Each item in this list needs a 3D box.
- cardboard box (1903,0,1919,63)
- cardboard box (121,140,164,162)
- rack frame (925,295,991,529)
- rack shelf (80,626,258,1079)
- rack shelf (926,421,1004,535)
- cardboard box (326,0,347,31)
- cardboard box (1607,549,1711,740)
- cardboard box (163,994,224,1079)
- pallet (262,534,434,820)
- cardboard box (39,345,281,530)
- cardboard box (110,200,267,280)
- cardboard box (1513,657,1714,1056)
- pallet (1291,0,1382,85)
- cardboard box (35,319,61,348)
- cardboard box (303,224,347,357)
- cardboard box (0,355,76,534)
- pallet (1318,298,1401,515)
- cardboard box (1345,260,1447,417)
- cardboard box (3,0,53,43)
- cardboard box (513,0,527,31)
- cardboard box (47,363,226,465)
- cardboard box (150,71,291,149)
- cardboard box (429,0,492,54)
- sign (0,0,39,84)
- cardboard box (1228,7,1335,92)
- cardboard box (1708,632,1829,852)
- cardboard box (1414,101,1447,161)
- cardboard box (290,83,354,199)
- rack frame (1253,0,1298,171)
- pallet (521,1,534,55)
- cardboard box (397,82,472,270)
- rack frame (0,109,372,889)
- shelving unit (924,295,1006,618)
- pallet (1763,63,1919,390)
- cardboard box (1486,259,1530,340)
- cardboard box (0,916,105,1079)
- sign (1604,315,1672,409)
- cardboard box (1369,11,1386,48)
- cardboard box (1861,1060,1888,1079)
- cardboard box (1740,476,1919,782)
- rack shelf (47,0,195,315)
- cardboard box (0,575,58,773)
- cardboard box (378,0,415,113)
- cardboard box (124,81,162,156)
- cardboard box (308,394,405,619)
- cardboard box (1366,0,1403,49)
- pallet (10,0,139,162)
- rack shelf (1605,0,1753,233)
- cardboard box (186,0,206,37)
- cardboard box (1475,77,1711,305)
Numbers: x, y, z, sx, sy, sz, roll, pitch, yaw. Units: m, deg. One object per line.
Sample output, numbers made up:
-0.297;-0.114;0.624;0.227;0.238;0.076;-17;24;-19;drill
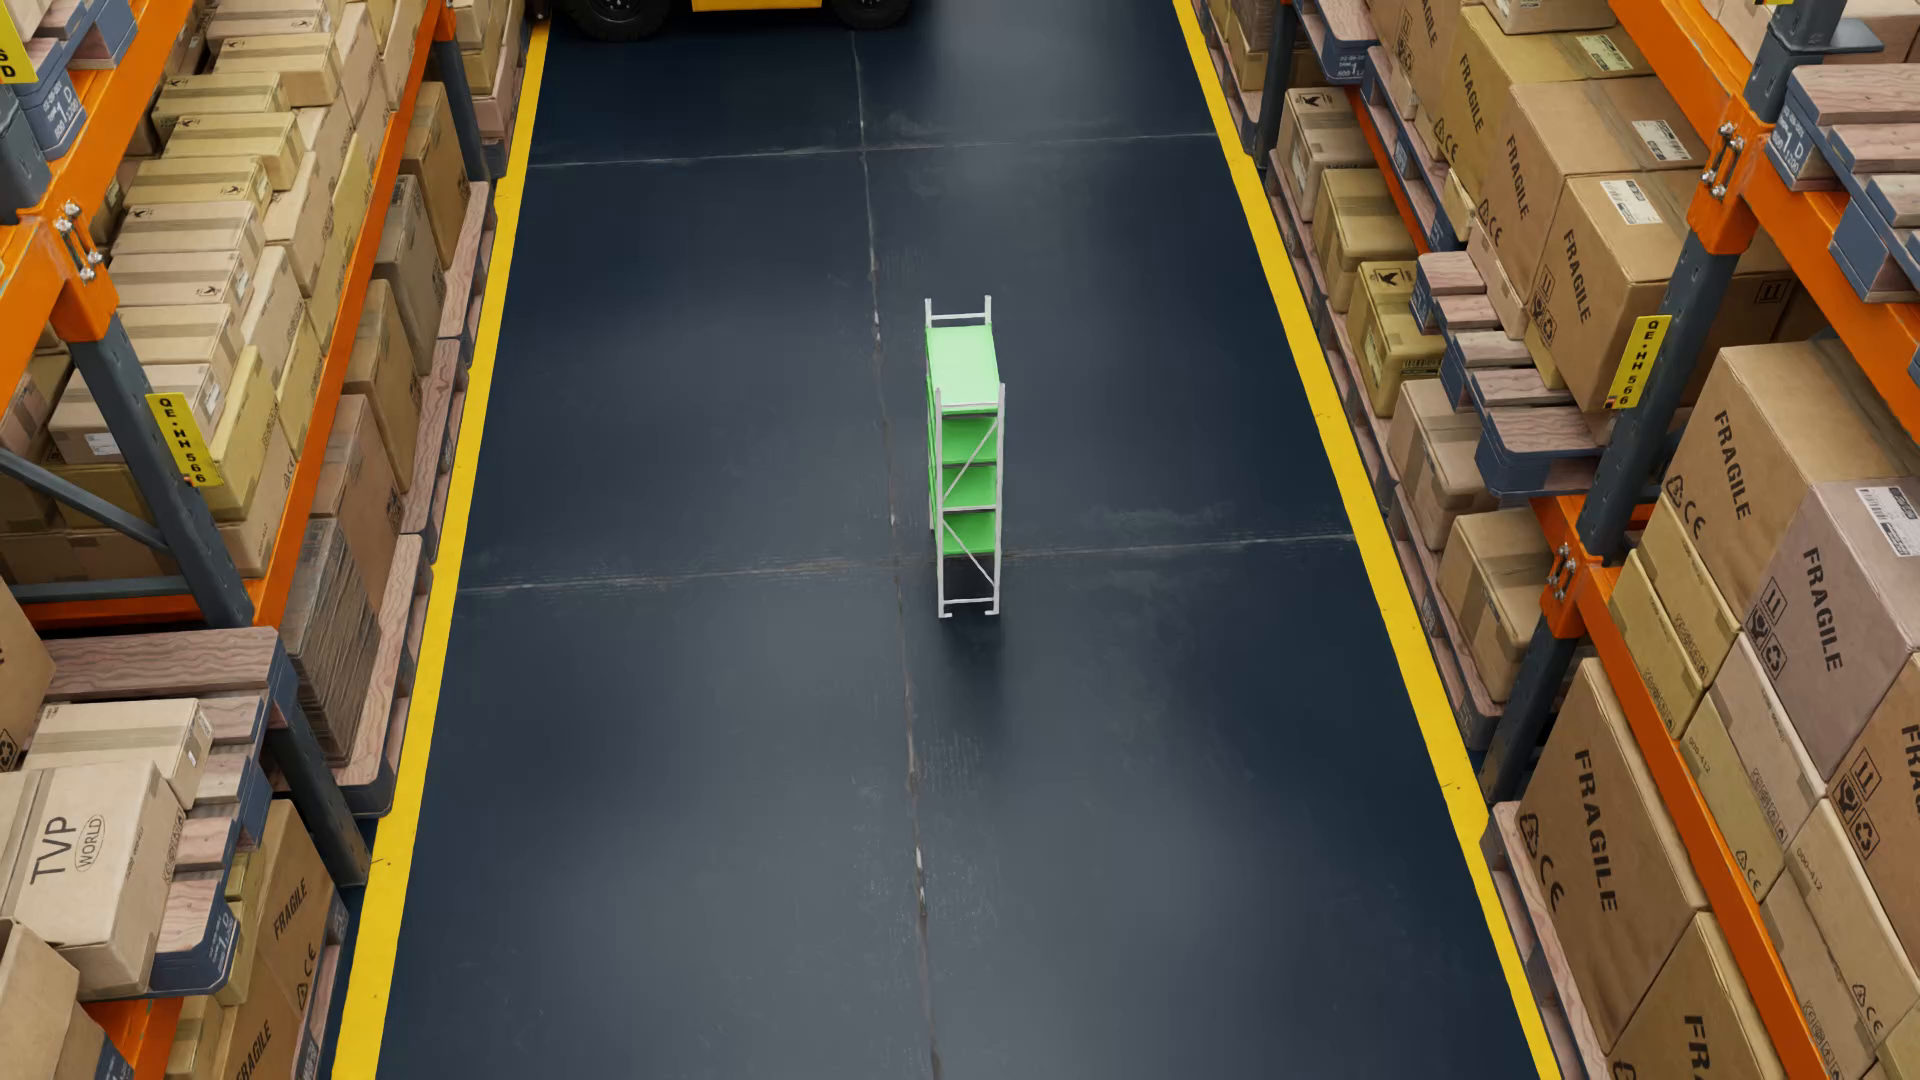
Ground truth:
2.532;-1.334;4.191;0.380;0.149;0.250;-3;47;-3;cardboard box
-2.990;-1.372;5.879;0.500;0.250;0.500;-4;47;-4;cardboard box
-0.007;-0.469;6.505;0.240;1.200;0.015;-3;47;-3;rack frame
-2.389;1.848;3.566;1.077;0.370;4.000;-3;47;-3;rack shelf
0.014;-0.249;6.384;0.258;0.148;0.480;-3;47;-3;rack shelf
-2.520;-2.023;6.221;0.380;0.149;0.250;-4;47;-4;cardboard box
2.179;0.270;4.668;0.500;0.250;0.500;-4;47;-4;cardboard box
-2.231;1.376;4.503;0.380;0.149;0.250;-5;47;-5;cardboard box
-2.587;0.514;6.254;1.003;0.211;1.213;-3;47;-3;pallet
-2.326;-0.304;4.868;0.500;0.250;0.500;-4;47;-3;cardboard box
-2.395;-0.918;5.175;0.380;0.149;0.250;-3;47;-3;cardboard box
2.364;0.940;5.104;0.875;0.875;0.875;-4;47;-4;cardboard box
1.973;-2.417;7.242;1.003;0.211;1.213;-3;47;-3;pallet
-2.880;-0.701;4.969;0.380;0.149;0.250;-4;47;-3;cardboard box
-2.438;-0.867;5.745;0.500;0.250;0.500;-5;47;-5;cardboard box
-2.871;-0.275;4.840;0.500;0.250;0.500;-3;47;-2;cardboard box
2.226;-0.638;7.346;1.003;0.211;1.213;-3;47;-3;pallet
2.224;-0.884;7.178;0.950;0.372;0.625;-2;47;-2;cardboard box
-2.283;-1.247;3.739;0.380;0.166;0.250;-4;47;-3;cardboard box
-2.719;-3.047;9.311;0.500;0.250;0.500;-3;47;-3;cardboard box
-2.290;-0.353;4.639;0.380;0.149;0.250;-2;47;-2;cardboard box
-2.527;-1.468;5.695;0.380;0.149;0.250;-3;47;-3;cardboard box
-2.619;-2.652;8.249;0.500;0.250;0.500;-4;47;-4;cardboard box
-2.016;-1.087;3.428;0.100;0.325;0.005;-3;47;-3;sign
1.737;-2.655;8.940;0.500;0.250;0.500;-2;47;-1;cardboard box
2.228;0.484;4.121;0.500;0.250;0.500;-2;47;-2;cardboard box
1.919;-1.548;6.171;0.380;0.149;0.250;-5;47;-5;cardboard box
-2.485;-1.413;5.918;0.500;0.250;0.500;-3;47;-3;cardboard box
2.054;-3.045;7.704;1.000;3.000;0.127;-3;47;-3;rack frame
-3.022;-3.245;9.814;1.003;0.211;1.213;-3;47;-3;pallet
-2.837;-1.692;7.769;0.875;0.625;0.625;-2;47;-2;cardboard box
-2.557;0.153;4.675;1.000;3.000;0.127;-3;47;-3;rack frame
0.014;-0.293;6.337;0.258;1.200;0.503;-3;47;-3;shelving unit
2.496;-0.655;3.505;1.213;0.211;1.003;-2;47;-1;pallet
1.967;-0.801;5.463;0.380;0.149;0.250;-4;47;-4;cardboard box
-2.236;1.143;3.377;0.797;0.503;0.637;-4;47;-4;cardboard box
1.849;-0.482;4.534;0.100;0.325;0.005;-3;47;-3;sign
1.878;-2.114;6.706;0.380;0.149;0.250;-3;47;-3;cardboard box
2.323;1.377;3.620;0.500;0.250;0.500;-3;47;-3;cardboard box
2.238;0.201;3.873;0.500;0.500;0.500;-3;47;-3;cardboard box
-2.724;-2.078;5.218;1.077;0.370;4.000;-3;47;-3;rack shelf
-2.669;0.356;4.125;0.500;0.500;0.500;-2;47;-1;cardboard box
-2.541;-1.977;6.796;0.500;0.250;0.500;-4;47;-4;cardboard box
-2.933;-1.437;5.666;0.380;0.149;0.250;-2;47;-2;cardboard box
-2.658;-0.099;6.260;0.875;0.625;0.625;-2;47;-2;cardboard box
1.878;-2.249;6.387;0.500;0.500;0.500;-4;47;-4;cardboard box
-2.703;-1.299;4.115;1.213;0.211;1.003;-2;47;-1;pallet
2.222;-2.382;5.506;1.077;0.370;4.000;-3;47;-3;rack shelf
-3.048;-1.988;6.187;0.380;0.149;0.250;-4;47;-3;cardboard box
2.020;-1.117;5.316;0.500;0.500;0.500;-4;47;-4;cardboard box
